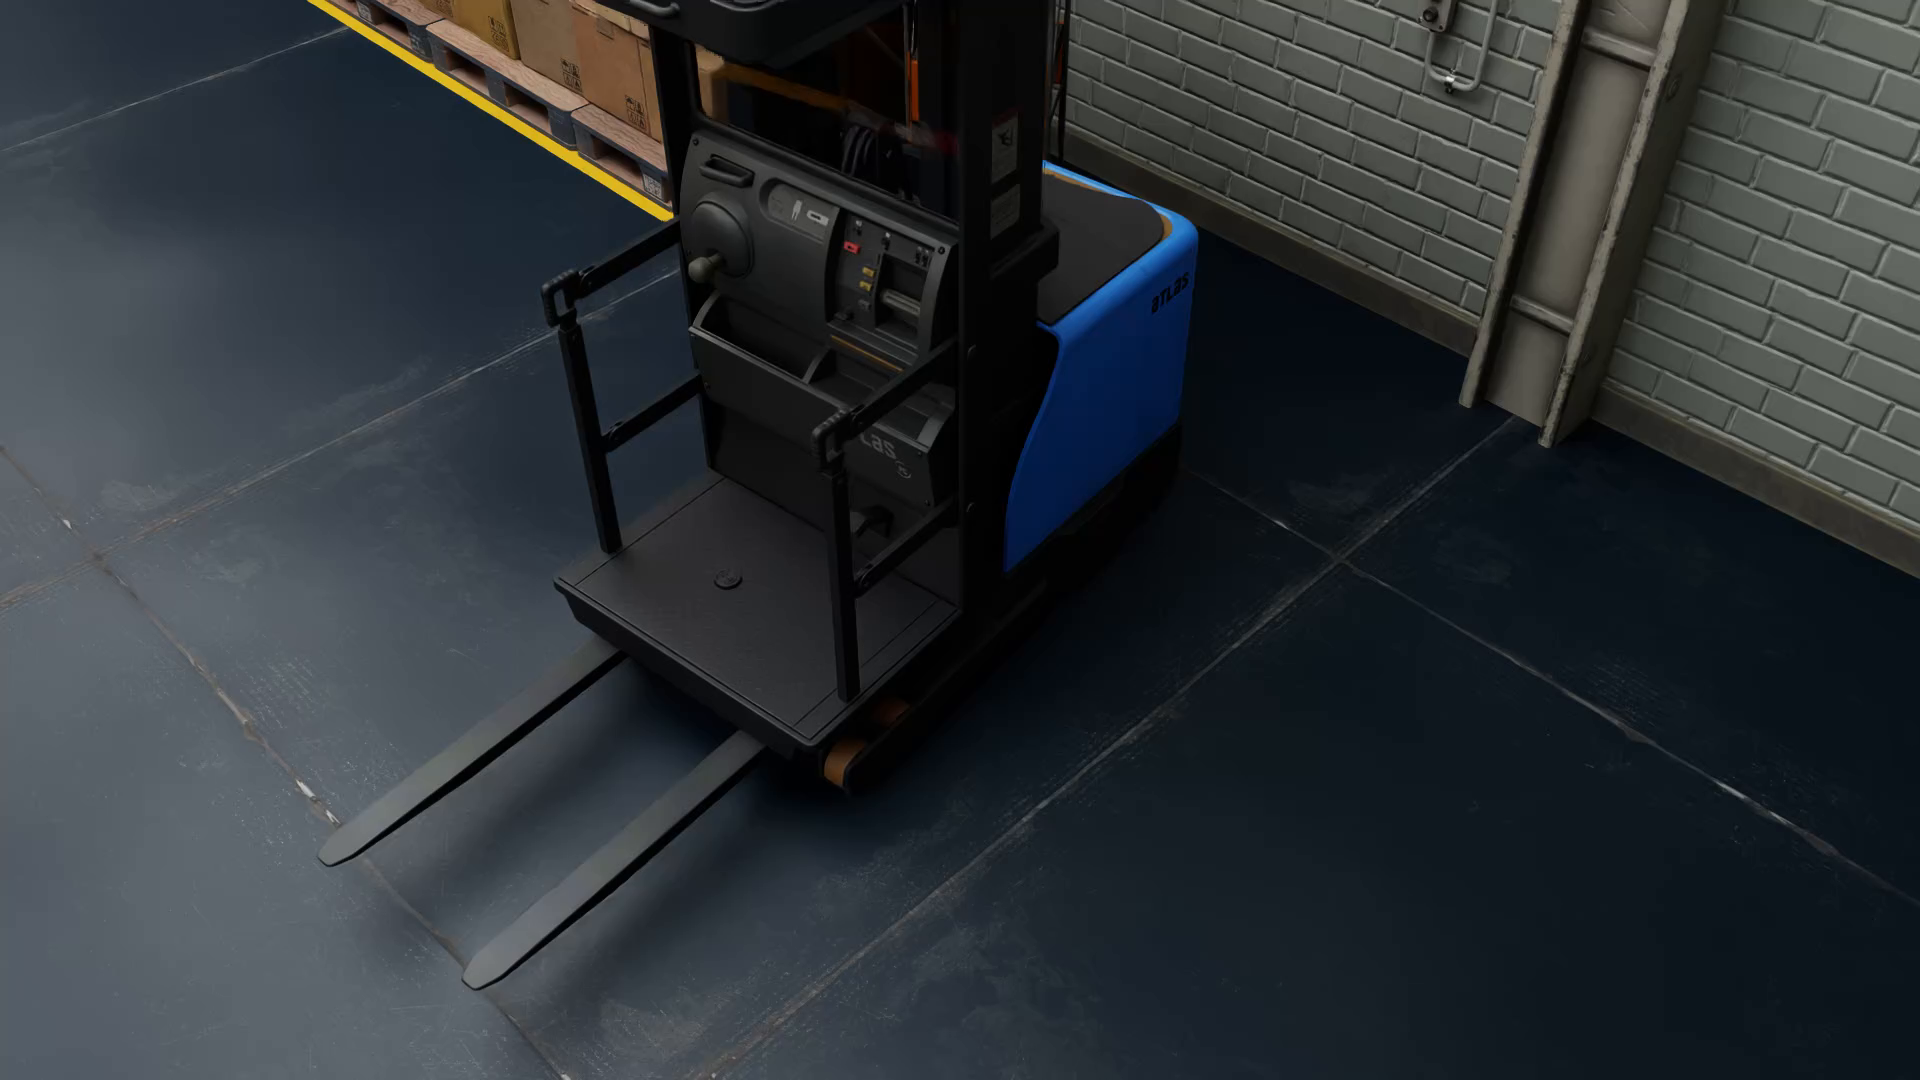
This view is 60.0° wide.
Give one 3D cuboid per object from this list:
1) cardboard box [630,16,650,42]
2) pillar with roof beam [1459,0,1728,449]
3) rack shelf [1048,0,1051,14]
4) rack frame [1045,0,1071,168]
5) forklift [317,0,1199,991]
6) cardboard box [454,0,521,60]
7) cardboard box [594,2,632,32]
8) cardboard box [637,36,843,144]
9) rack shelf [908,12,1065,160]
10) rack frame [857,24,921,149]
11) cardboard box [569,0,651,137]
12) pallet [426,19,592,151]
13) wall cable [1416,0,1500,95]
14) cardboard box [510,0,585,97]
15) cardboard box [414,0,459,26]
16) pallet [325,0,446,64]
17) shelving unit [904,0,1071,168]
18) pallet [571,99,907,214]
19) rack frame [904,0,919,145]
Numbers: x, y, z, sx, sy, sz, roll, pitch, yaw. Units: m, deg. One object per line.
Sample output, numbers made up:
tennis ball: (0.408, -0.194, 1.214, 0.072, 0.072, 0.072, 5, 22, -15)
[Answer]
cardboard box: (-1.165, -2.223, 7.000, 0.250, 0.149, 0.380, 34, 52, 31)
pillar with roof beam: (-0.909, -1.743, 1.006, 9.100, 9.000, 0.400, -34, 53, -31)
rack shelf: (0.102, -2.081, 5.443, 0.480, 0.518, 0.431, 8, 43, 9)
rack frame: (0.340, -1.542, 5.872, 0.015, 2.100, 0.400, 8, 43, 9)
forklift: (-0.537, -0.720, 4.369, 1.130, 2.935, 3.031, 28, 50, 27)
cardboard box: (-2.036, -2.745, 8.043, 0.700, 0.500, 0.500, -33, 52, -30)
cardboard box: (-1.346, -2.346, 7.133, 0.380, 0.149, 0.250, -33, 52, -30)
cardboard box: (-0.945, -2.011, 7.248, 0.700, 0.500, 0.500, -34, 53, -31)
rack shelf: (0.102, -1.566, 5.918, 0.480, 0.518, 0.431, 8, 43, 9)
rack frame: (-0.380, -2.486, 6.230, 1.000, 3.000, 0.127, -34, 53, -31)
cardboard box: (-1.299, -2.251, 7.508, 0.500, 0.500, 0.700, 34, 53, 31)
pallet: (-1.858, -2.395, 8.186, 1.003, 0.211, 1.213, -34, 53, -31)
wall cable: (1.194, -2.697, 5.710, 0.084, 1.984, 1.851, -34, 53, -31)
cardboard box: (-1.654, -2.493, 7.770, 0.500, 0.500, 0.700, 32, 52, 30)
cardboard box: (-2.397, -2.993, 8.311, 0.500, 0.500, 0.700, 34, 52, 31)
pallet: (-2.723, -2.981, 8.821, 1.003, 0.211, 1.213, -34, 53, -31)
shelving unit: (0.102, -1.577, 5.909, 0.503, 2.100, 0.431, 8, 43, 9)
pallet: (-1.000, -1.809, 7.552, 1.003, 0.211, 1.213, -34, 53, -31)
rack frame: (-0.137, -1.611, 5.946, 0.015, 2.100, 0.400, 8, 43, 9)
